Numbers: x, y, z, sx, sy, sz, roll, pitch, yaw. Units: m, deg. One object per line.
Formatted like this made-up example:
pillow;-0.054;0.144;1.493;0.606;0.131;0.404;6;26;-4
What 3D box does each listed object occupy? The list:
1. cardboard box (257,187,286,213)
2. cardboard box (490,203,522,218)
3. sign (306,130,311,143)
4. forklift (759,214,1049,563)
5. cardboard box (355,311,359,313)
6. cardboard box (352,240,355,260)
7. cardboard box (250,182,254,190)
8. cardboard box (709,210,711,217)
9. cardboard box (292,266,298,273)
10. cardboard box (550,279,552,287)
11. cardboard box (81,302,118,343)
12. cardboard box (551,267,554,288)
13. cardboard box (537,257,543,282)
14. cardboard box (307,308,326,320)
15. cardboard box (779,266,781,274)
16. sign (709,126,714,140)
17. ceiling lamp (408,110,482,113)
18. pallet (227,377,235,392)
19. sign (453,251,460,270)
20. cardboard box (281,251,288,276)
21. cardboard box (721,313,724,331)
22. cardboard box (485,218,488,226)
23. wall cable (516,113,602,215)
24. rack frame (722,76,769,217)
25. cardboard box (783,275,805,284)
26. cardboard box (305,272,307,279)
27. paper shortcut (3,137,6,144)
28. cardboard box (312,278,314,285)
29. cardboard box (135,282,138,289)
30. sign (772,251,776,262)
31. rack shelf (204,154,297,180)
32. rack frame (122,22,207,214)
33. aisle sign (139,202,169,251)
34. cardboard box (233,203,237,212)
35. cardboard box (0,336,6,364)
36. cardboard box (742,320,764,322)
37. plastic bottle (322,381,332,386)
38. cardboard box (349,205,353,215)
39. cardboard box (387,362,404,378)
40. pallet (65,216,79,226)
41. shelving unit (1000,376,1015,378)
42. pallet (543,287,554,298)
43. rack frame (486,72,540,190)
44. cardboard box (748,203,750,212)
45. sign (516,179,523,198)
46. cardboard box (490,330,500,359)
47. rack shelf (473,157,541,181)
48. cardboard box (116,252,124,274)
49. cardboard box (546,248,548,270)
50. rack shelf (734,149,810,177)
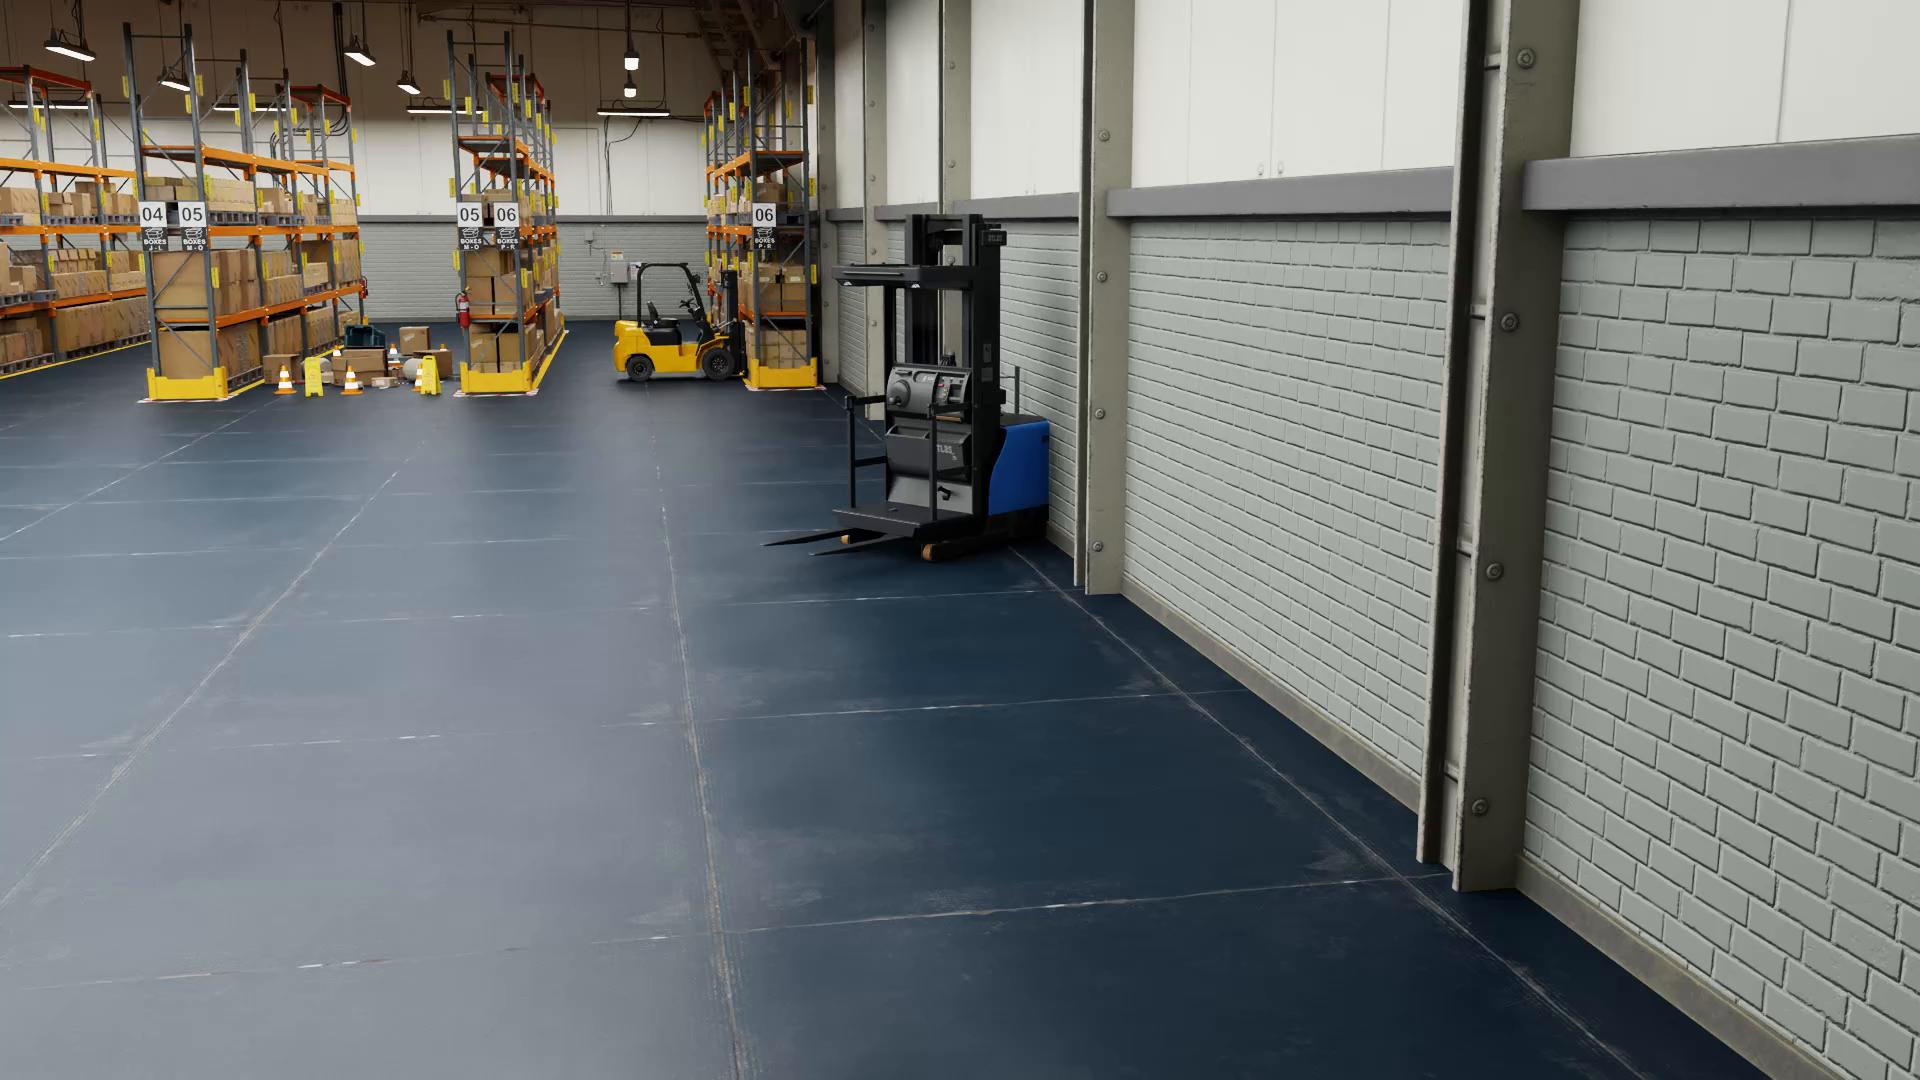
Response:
cardboard box;-13.791;-6.785;33.196;0.500;0.500;0.500;-2;11;-11
cardboard box;-7.848;-5.695;28.732;0.500;0.250;0.500;-2;11;-12
sign;-16.492;-10.208;42.106;0.100;0.325;0.005;-2;11;-11
forklift;-0.420;-1.352;14.516;1.130;2.935;3.031;10;14;41
cardboard box;-15.608;-5.793;42.575;0.380;0.149;0.250;-2;11;-10
cardboard box;-15.528;-7.302;41.853;0.500;0.500;0.500;-3;11;-13
cardboard box;-13.242;-6.524;30.630;0.380;0.149;0.250;-2;11;-11
cardboard box;-6.231;-8.431;43.105;0.500;0.250;0.500;-2;11;-13
cardboard box;-14.304;-5.783;35.571;0.380;0.149;0.250;-2;11;-11
cardboard box;-10.011;-6.101;39.684;0.500;0.250;0.500;-2;11;-12
cardboard box;-19.922;-4.933;37.707;1.225;0.875;0.875;-2;11;-11
cardboard box;-10.180;-6.393;40.547;0.500;0.500;0.500;-2;11;-9
cardboard box;-8.996;-5.656;34.756;0.500;0.500;0.500;-3;11;-15
cardboard box;-14.585;-5.077;37.461;0.500;0.250;0.500;-3;11;-14
cardboard box;-3.082;-4.909;30.219;0.380;0.149;0.250;-2;11;-10
sign;-6.013;-9.858;40.264;0.100;0.325;0.005;-2;11;-11
ceiling lamp;-14.073;-11.702;45.462;1.941;0.041;0.237;-2;11;-11
pallet;-13.080;-2.622;28.464;1.003;0.211;1.213;-2;11;-11
sign;-8.560;-4.755;28.266;0.100;0.325;0.005;-2;11;-11
cardboard box;-14.226;-5.681;34.132;0.700;0.500;0.500;-2;11;-12
cardboard box;-5.491;-5.213;40.180;0.500;0.500;0.500;-2;11;-12
cardboard box;-8.454;-5.547;29.020;0.380;0.149;0.250;-2;11;-9
wall cable;-11.768;-10.988;48.916;2.355;3.000;0.029;-2;11;-11
rack frame;-4.700;-8.643;36.590;1.000;3.000;0.127;-2;11;-11
cardboard box;-2.955;-4.668;29.749;0.380;0.149;0.250;-2;11;-12
cardboard box;-14.411;-5.739;36.134;0.380;0.149;0.250;-2;11;-13
paper shortcut;-20.061;-8.393;34.904;0.009;0.170;0.078;9;-22;-13
cardboard box;-14.552;-5.731;36.887;0.380;0.149;0.250;-2;11;-10
cardboard box;-20.155;-6.164;40.285;0.380;0.149;0.250;-2;11;-10
sign;-4.156;-6.285;37.152;0.100;0.325;0.005;-2;11;-11
rack shelf;-14.015;-7.346;32.773;1.077;0.370;4.000;-2;11;-11
rack frame;-12.848;-6.796;26.886;1.000;3.000;0.127;-2;11;-11
aisle sign;-13.128;-5.102;27.079;0.394;0.787;0.004;-2;11;-11
cardboard box;-12.943;-5.853;29.236;0.380;0.149;0.250;-2;11;-11
cardboard box;-18.683;-3.610;31.703;0.700;0.500;0.500;-2;11;-11
cardboard box;-4.135;-4.208;32.895;0.500;0.250;0.500;-2;11;-12
plastic bottle;-11.378;-2.809;29.845;0.133;0.061;0.283;-6;13;-31
cardboard box;-15.520;-8.259;41.664;0.500;0.250;0.500;-2;11;-13
cardboard box;-10.737;-3.210;31.405;0.396;0.266;0.258;9;14;38
pallet;-19.686;-6.856;35.730;1.003;0.211;1.213;-2;11;-8
shelving unit;0.218;-1.022;16.610;0.538;1.500;1.039;-2;11;-12
pallet;-9.325;-5.293;35.551;1.213;0.211;1.003;-2;11;-11
rack frame;-9.568;-8.461;35.638;1.000;3.000;0.127;-2;11;-11
cardboard box;-3.603;-5.975;29.877;0.380;0.149;0.250;-2;11;-13
sign;-7.480;-5.970;28.232;0.100;0.325;0.005;-2;11;-11
cardboard box;-8.528;-3.504;29.863;0.500;0.500;0.500;-2;11;-9
rack shelf;-9.179;-7.545;33.816;1.077;0.370;4.000;-2;11;-11
cardboard box;-19.997;-6.516;39.063;0.500;0.500;0.500;-2;11;-11
cardboard box;-9.710;-6.433;38.083;0.500;0.500;0.500;-2;11;-10
rack shelf;-3.533;-6.992;30.913;1.077;0.370;4.000;-2;11;-11
